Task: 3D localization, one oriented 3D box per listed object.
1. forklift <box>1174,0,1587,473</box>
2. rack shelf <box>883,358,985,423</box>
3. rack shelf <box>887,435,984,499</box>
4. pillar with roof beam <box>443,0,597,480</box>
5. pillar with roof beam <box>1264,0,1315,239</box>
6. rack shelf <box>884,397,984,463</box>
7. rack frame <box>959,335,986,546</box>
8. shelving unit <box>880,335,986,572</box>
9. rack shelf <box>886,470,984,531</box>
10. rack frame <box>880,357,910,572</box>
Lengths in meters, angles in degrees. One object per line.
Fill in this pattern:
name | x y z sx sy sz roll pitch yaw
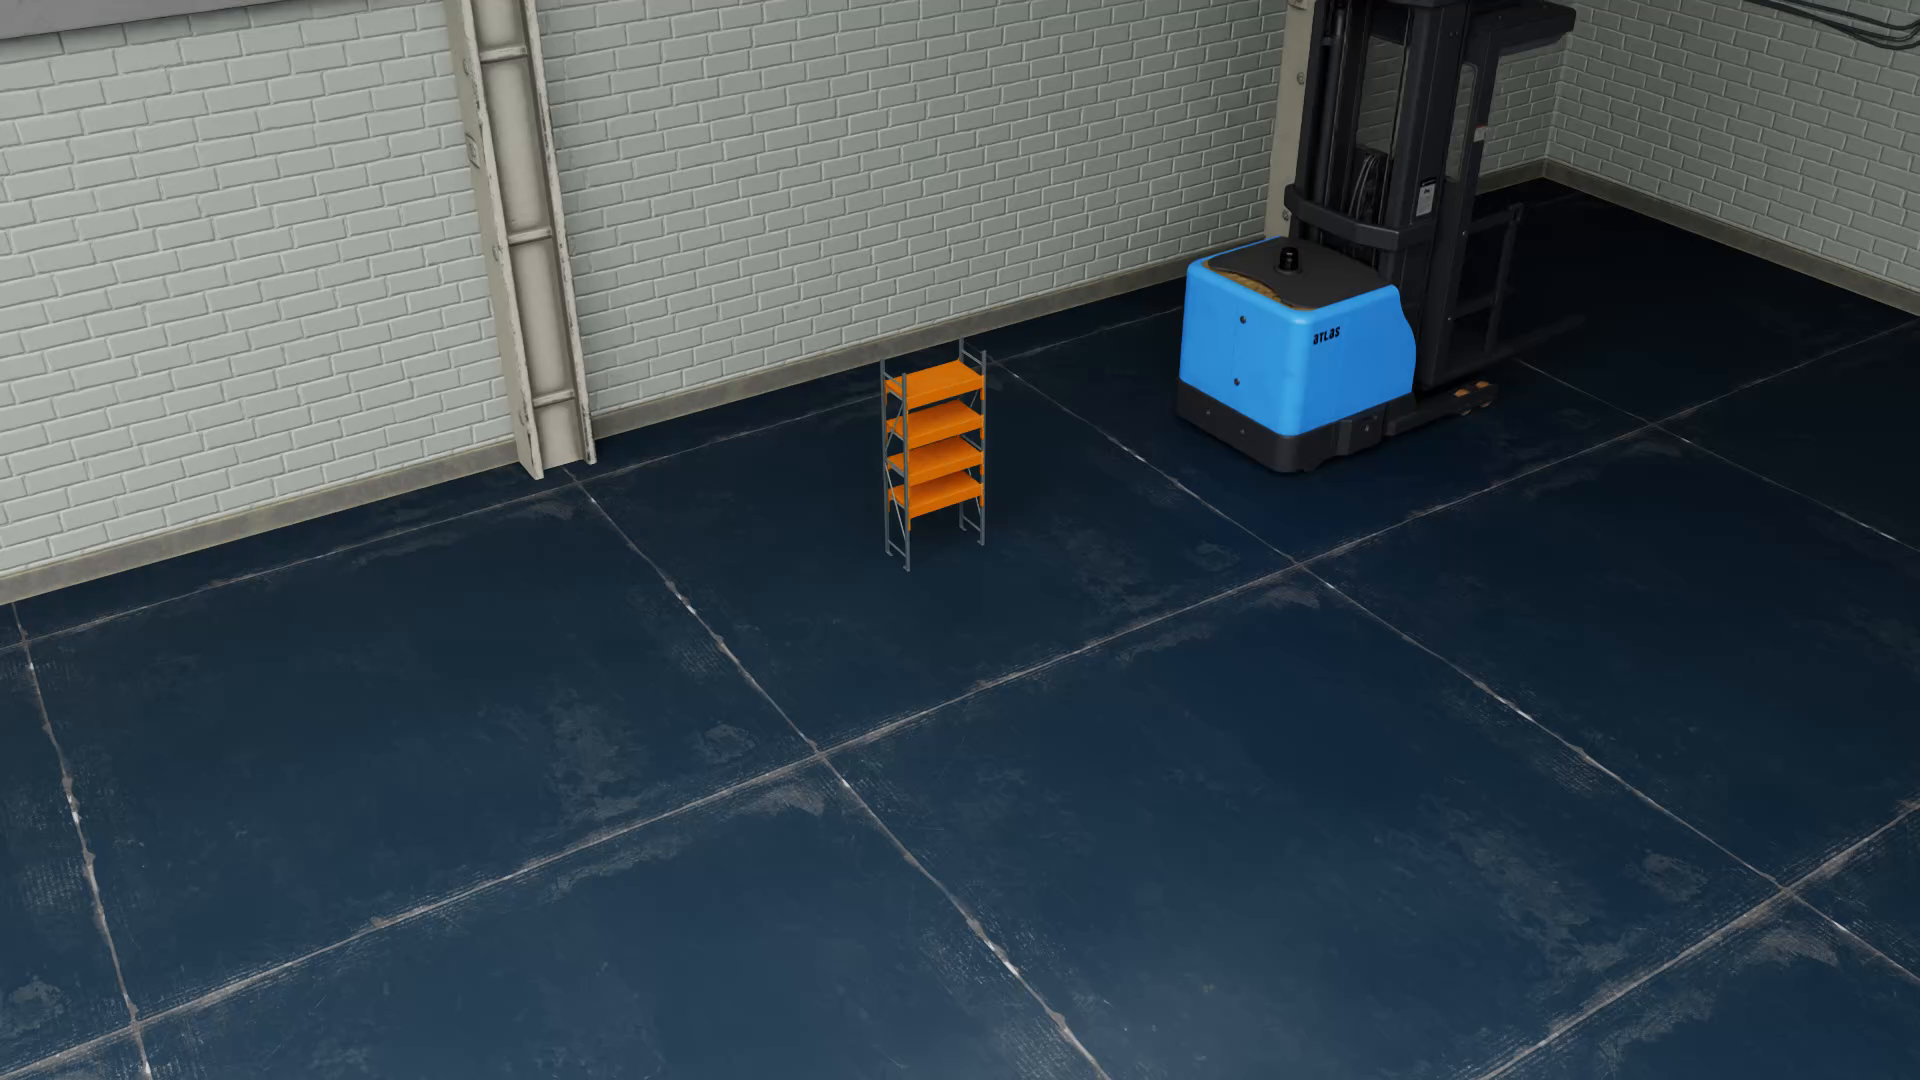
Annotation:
forklift | 2.854 -2.247 10.187 3.031 2.935 1.130 -21 38 -29
rack shelf | -0.139 -0.792 8.766 0.480 0.148 0.258 -19 37 -27
rack shelf | -0.139 -0.403 9.011 0.480 0.148 0.258 -19 37 -27
pillar with roof beam | -0.122 -2.360 4.679 0.400 9.000 9.100 -19 37 -27
pillar with roof beam | 4.921 -4.095 7.428 0.400 9.000 9.100 -19 37 -27
rack shelf | -0.139 -0.592 8.892 0.480 0.148 0.258 -19 37 -27
rack frame | 0.066 -0.530 9.087 0.015 1.200 0.240 -19 37 -27
shelving unit | -0.139 -0.460 8.976 0.503 1.200 0.258 -19 37 -27
rack shelf | -0.139 -0.235 9.117 0.480 0.148 0.258 -19 37 -27
rack frame | -0.344 -0.389 8.864 0.015 1.200 0.240 -19 37 -27
